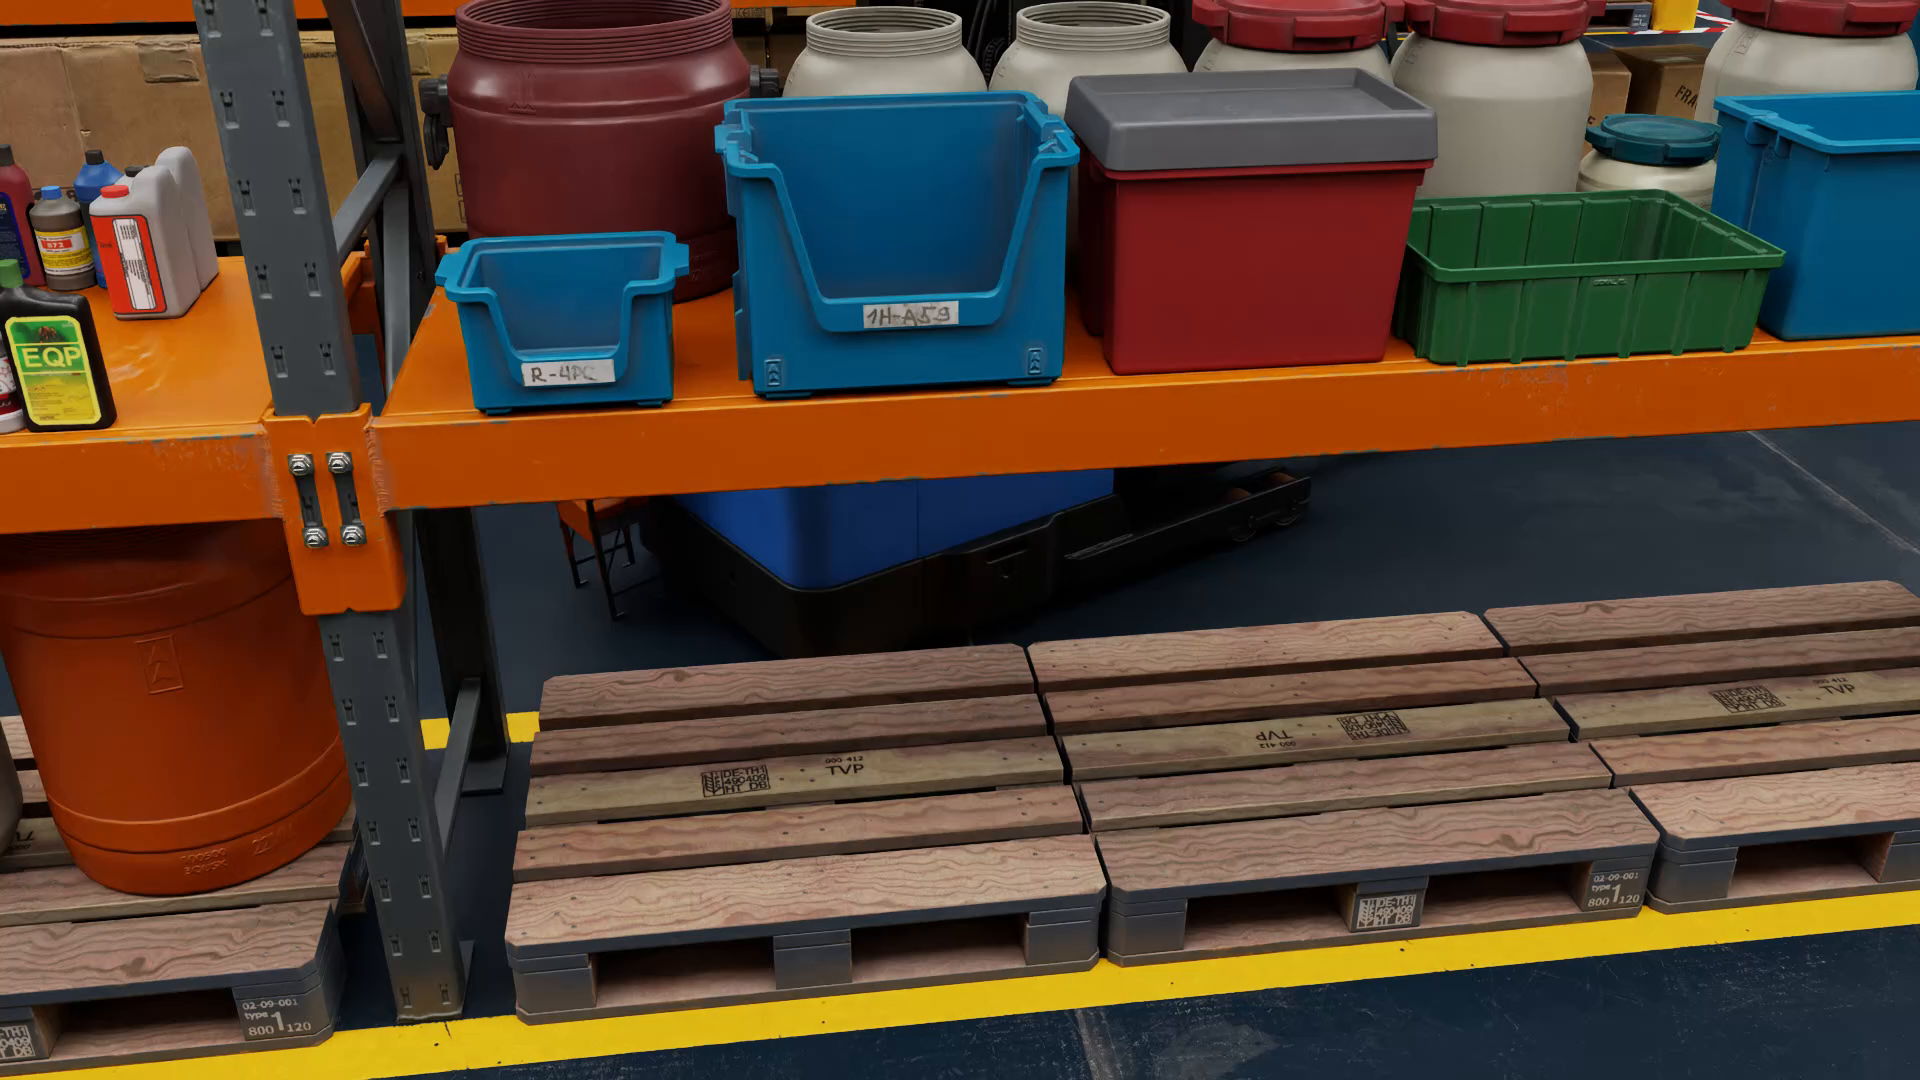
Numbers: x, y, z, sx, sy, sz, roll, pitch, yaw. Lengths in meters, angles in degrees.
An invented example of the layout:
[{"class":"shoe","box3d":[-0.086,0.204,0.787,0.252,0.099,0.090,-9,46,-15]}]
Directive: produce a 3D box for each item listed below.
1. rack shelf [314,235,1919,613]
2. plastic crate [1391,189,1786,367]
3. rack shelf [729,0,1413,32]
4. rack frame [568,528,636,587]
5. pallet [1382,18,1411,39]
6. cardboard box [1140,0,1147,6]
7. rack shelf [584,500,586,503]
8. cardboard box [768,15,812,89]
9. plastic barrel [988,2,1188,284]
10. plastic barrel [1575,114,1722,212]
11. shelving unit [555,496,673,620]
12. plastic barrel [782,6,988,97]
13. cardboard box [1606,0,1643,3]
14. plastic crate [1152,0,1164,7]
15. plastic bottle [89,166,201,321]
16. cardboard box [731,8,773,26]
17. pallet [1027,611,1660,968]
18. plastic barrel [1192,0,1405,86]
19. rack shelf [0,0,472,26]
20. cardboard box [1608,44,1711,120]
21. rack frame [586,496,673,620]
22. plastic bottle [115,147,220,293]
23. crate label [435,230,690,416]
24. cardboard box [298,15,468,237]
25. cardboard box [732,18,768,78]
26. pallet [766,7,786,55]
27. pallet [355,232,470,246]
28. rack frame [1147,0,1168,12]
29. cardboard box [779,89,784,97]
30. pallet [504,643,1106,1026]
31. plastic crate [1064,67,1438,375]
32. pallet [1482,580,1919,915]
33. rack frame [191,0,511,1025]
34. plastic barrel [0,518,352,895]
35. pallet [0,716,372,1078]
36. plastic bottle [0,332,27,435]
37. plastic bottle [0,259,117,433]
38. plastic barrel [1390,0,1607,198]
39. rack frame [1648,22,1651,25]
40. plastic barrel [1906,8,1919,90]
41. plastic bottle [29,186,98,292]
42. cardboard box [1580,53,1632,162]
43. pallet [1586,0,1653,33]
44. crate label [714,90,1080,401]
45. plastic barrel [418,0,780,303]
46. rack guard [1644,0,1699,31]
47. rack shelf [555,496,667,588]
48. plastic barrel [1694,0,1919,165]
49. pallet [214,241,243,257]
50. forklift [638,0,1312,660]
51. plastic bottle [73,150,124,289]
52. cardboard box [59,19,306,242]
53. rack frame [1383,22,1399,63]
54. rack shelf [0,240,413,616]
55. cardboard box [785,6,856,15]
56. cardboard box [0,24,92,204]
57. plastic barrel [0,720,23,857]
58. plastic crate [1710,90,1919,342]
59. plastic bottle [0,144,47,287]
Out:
[{"class":"rack shelf","box3d":[0.842,-0.396,3.523,4.000,0.370,1.077,-4,27,-7]},{"class":"plastic crate","box3d":[1.137,-0.510,3.191,0.662,0.188,0.450,-4,27,-7]},{"class":"rack shelf","box3d":[0.152,-2.635,7.887,4.000,0.370,1.077,-4,27,-7]},{"class":"rack frame","box3d":[-1.111,-0.348,4.759,0.200,1.050,0.008,-24,35,-29]},{"class":"pallet","box3d":[3.516,-4.182,13.169,1.213,0.211,1.003,-4,27,-7]},{"class":"cardboard box","box3d":[0.939,-4.436,12.615,0.750,0.750,1.050,-4,27,-7]},{"class":"rack shelf","box3d":[-1.037,-0.294,4.677,0.215,0.259,0.240,-24,35,-29]},{"class":"cardboard box","box3d":[-0.646,-2.339,7.958,0.500,0.250,0.500,-1,27,-1]},{"class":"plastic barrel","box3d":[0.267,-0.827,3.454,0.421,0.512,0.421,0,27,0]},{"class":"plastic barrel","box3d":[1.490,-0.767,3.610,0.301,0.262,0.301,0,27,0]},{"class":"shelving unit","box3d":[-1.038,-0.303,4.672,0.215,1.050,0.252,-24,35,-29]},{"class":"plastic barrel","box3d":[-0.150,-0.800,3.401,0.421,0.512,0.421,0,27,0]},{"class":"cardboard box","box3d":[4.840,-4.754,13.096,0.875,0.875,0.875,-4,27,-7]},{"class":"plastic crate","box3d":[1.531,-4.708,14.158,0.662,0.188,0.450,10,39,19]},{"class":"plastic bottle","box3d":[-1.591,-0.583,3.237,0.135,0.276,0.152,-4,27,-7]},{"class":"cardboard box","box3d":[-1.804,-4.260,12.271,0.750,0.750,1.050,-4,27,-8]},{"class":"pallet","box3d":[0.839,0.544,3.958,1.213,0.211,1.003,-4,27,-7]},{"class":"plastic barrel","box3d":[0.689,-0.867,3.506,0.433,0.535,0.433,0,27,0]},{"class":"rack shelf","box3d":[-3.809,-2.380,7.391,4.000,0.370,1.077,-4,27,-7]},{"class":"cardboard box","box3d":[3.704,-2.279,8.684,0.500,0.500,0.500,-6,28,-12]},{"class":"rack frame","box3d":[-0.966,-0.259,4.584,0.200,1.050,0.008,-24,35,-29]},{"class":"plastic bottle","box3d":[-1.612,-0.652,3.371,0.135,0.276,0.152,-4,27,-7]},{"class":"crate label","box3d":[-0.669,-0.371,2.871,0.416,0.233,0.303,-4,27,-7]},{"class":"cardboard box","box3d":[-2.515,-2.035,7.797,0.875,0.875,1.225,-5,28,-10]},{"class":"cardboard box","box3d":[-1.169,-2.301,7.883,0.500,0.250,0.500,-3,27,-5]},{"class":"pallet","box3d":[-1.628,-3.852,12.525,1.213,0.211,1.003,-4,27,-7]},{"class":"pallet","box3d":[-2.620,-1.571,8.080,1.213,0.211,1.003,-4,27,-7]},{"class":"rack frame","box3d":[1.541,-5.331,12.353,0.127,3.000,1.000,-4,27,-7]},{"class":"cardboard box","box3d":[-0.620,-2.004,8.126,0.500,0.500,0.700,-6,28,-11]},{"class":"pallet","box3d":[-0.366,0.620,3.810,1.213,0.211,1.003,-4,27,-7]},{"class":"plastic crate","box3d":[0.504,-0.581,3.027,0.583,0.464,0.402,-4,27,-7]},{"class":"pallet","box3d":[2.050,0.465,4.112,1.213,0.211,1.003,-4,27,-7]},{"class":"rack frame","box3d":[-1.139,-0.588,3.111,0.127,3.000,1.000,-4,27,-7]},{"class":"plastic barrel","box3d":[-1.621,0.229,3.435,0.708,0.830,0.600,-4,27,-7]},{"class":"pallet","box3d":[-1.914,0.721,3.613,1.213,0.211,1.003,-4,27,-7]},{"class":"plastic bottle","box3d":[-1.597,-0.282,2.732,0.097,0.201,0.097,0,27,0]},{"class":"plastic bottle","box3d":[-1.480,-0.318,2.712,0.133,0.283,0.061,-4,27,-7]},{"class":"plastic barrel","box3d":[1.118,-0.895,3.560,0.433,0.535,0.433,0,27,0]},{"class":"rack frame","box3d":[5.502,-5.585,12.849,0.127,3.000,1.000,-4,27,-7]},{"class":"plastic barrel","box3d":[2.398,-1.178,3.712,0.708,0.901,0.600,-4,27,-7]},{"class":"plastic bottle","box3d":[-1.827,-0.618,3.385,0.097,0.201,0.097,0,27,0]},{"class":"cardboard box","box3d":[3.100,-2.204,8.538,0.500,0.500,0.500,5,28,9]},{"class":"pallet","box3d":[4.721,-4.258,13.318,1.213,0.211,1.003,-4,27,-7]},{"class":"crate label","box3d":[-0.117,-0.545,2.988,0.616,0.435,0.502,-4,27,-7]},{"class":"plastic barrel","box3d":[-0.721,-0.815,3.405,0.708,0.536,0.600,-4,27,-7]},{"class":"rack guard","box3d":[5.526,-4.474,13.423,0.348,0.500,1.175,-4,27,-7]},{"class":"rack shelf","box3d":[-1.016,-0.055,4.817,0.215,0.259,0.240,-24,35,-29]},{"class":"plastic barrel","box3d":[1.844,-0.942,3.651,0.433,0.535,0.433,0,27,0]},{"class":"pallet","box3d":[-3.825,-1.495,7.932,1.213,0.211,1.003,-4,27,-7]},{"class":"forklift","box3d":[0.508,-1.474,4.913,3.031,2.935,1.130,-19,32,-32]},{"class":"plastic bottle","box3d":[-1.731,-0.655,3.381,0.097,0.271,0.097,0,27,0]},{"class":"cardboard box","box3d":[-3.399,-1.981,7.693,0.875,0.875,1.225,-4,27,-7]},{"class":"rack frame","box3d":[2.132,-3.082,7.971,0.127,3.000,1.000,-4,27,-7]},{"class":"rack shelf","box3d":[-3.119,-0.141,3.027,4.000,0.370,1.077,-4,27,-7]},{"class":"cardboard box","box3d":[-0.939,-4.317,12.383,0.750,0.750,1.050,-3,27,-6]},{"class":"cardboard box","box3d":[-4.274,-1.922,7.577,0.875,0.875,1.225,-5,28,-9]},{"class":"plastic barrel","box3d":[-2.167,0.447,3.359,0.421,0.512,0.421,0,27,0]},{"class":"plastic crate","box3d":[1.773,-0.625,3.200,0.575,0.384,0.392,-4,27,-7]},{"class":"plastic bottle","box3d":[-1.944,-0.655,3.368,0.133,0.283,0.061,-4,27,-7]}]
